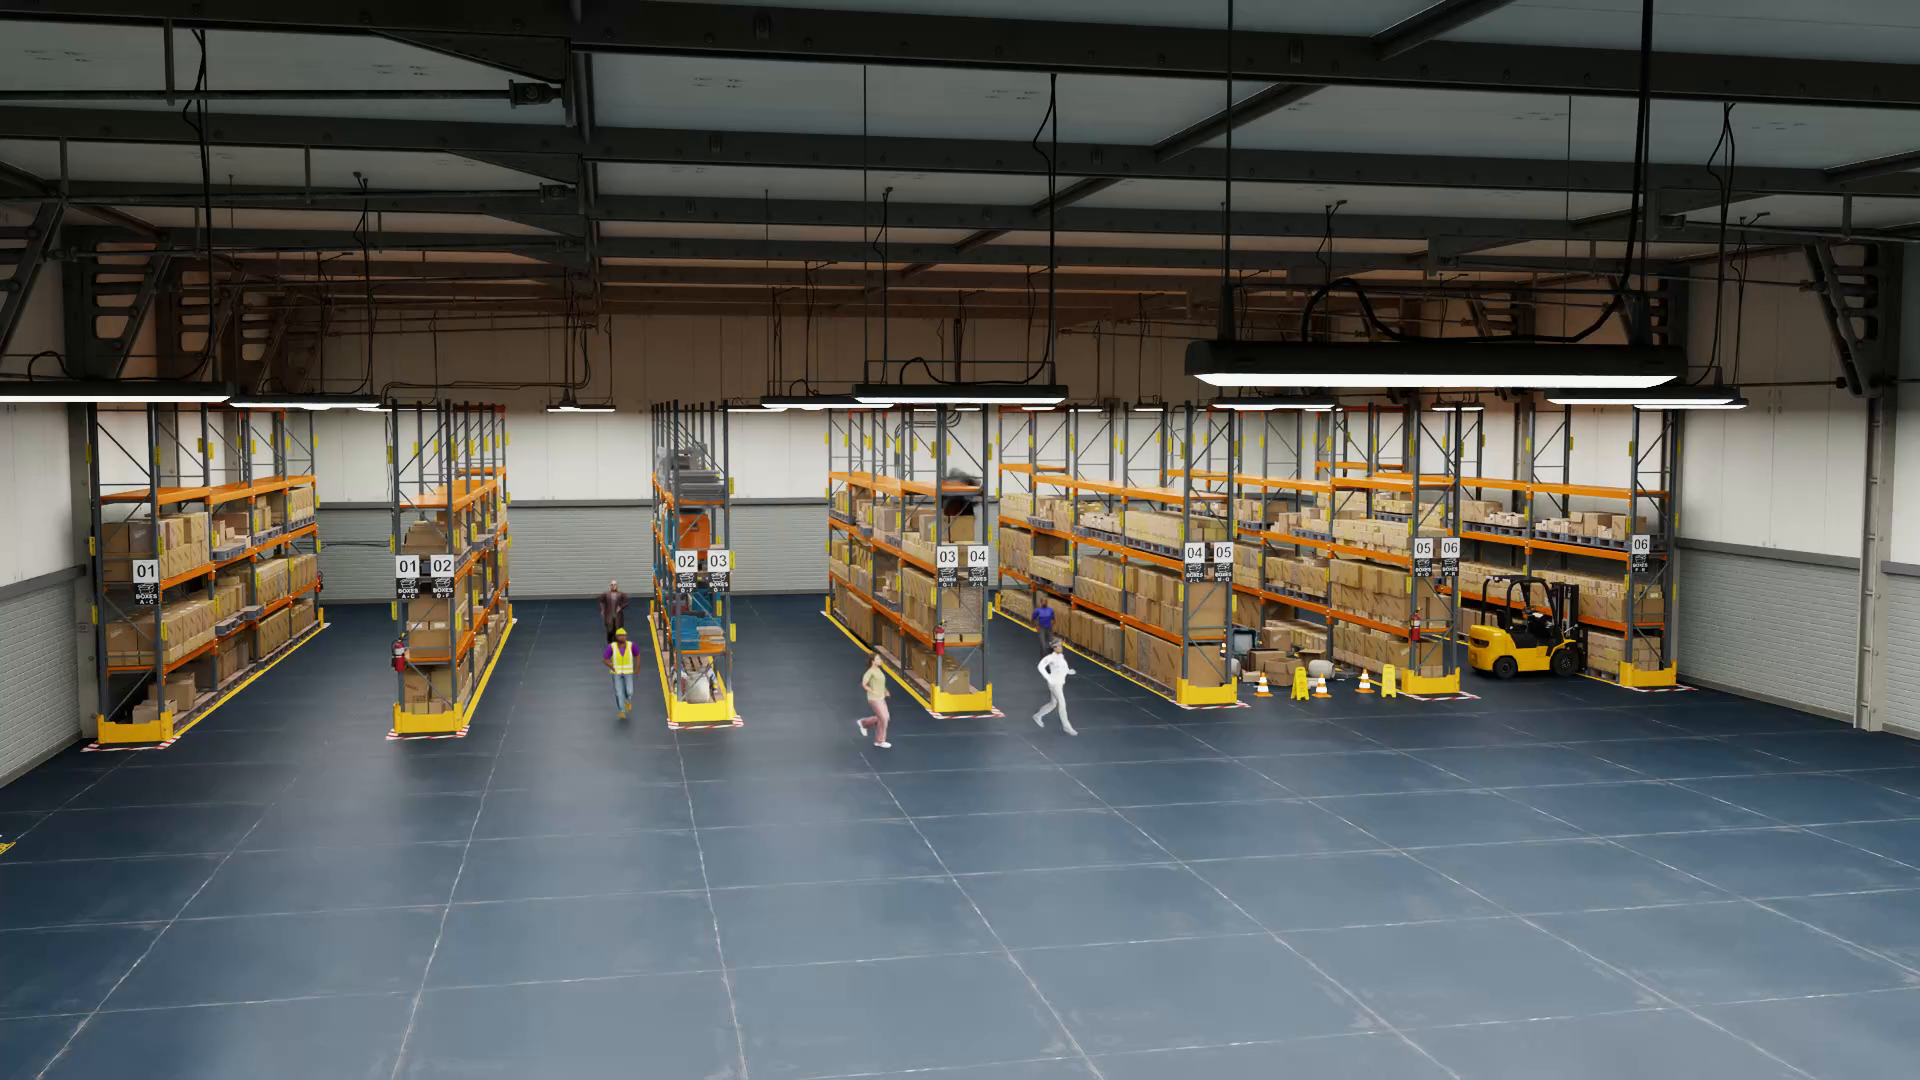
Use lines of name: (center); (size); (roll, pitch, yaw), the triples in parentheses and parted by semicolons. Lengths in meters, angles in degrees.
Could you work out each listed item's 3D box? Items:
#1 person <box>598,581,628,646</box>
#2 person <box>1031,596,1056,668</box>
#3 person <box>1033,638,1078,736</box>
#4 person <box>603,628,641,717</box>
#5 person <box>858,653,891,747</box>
person: (-8.293, 1.849, 39.824); (0.704, 1.737, 0.643); (-1, 4, -14)
person: (1.897, 2.078, 37.721); (0.576, 1.604, 0.592); (-1, 4, -11)
person: (1.714, 2.616, 29.888); (0.922, 1.717, 0.613); (2, 5, 27)
person: (-6.359, 2.512, 31.350); (0.710, 1.704, 0.600); (-1, 4, -15)
person: (-1.504, 2.754, 28.727); (0.638, 1.635, 0.581); (2, 5, 20)
